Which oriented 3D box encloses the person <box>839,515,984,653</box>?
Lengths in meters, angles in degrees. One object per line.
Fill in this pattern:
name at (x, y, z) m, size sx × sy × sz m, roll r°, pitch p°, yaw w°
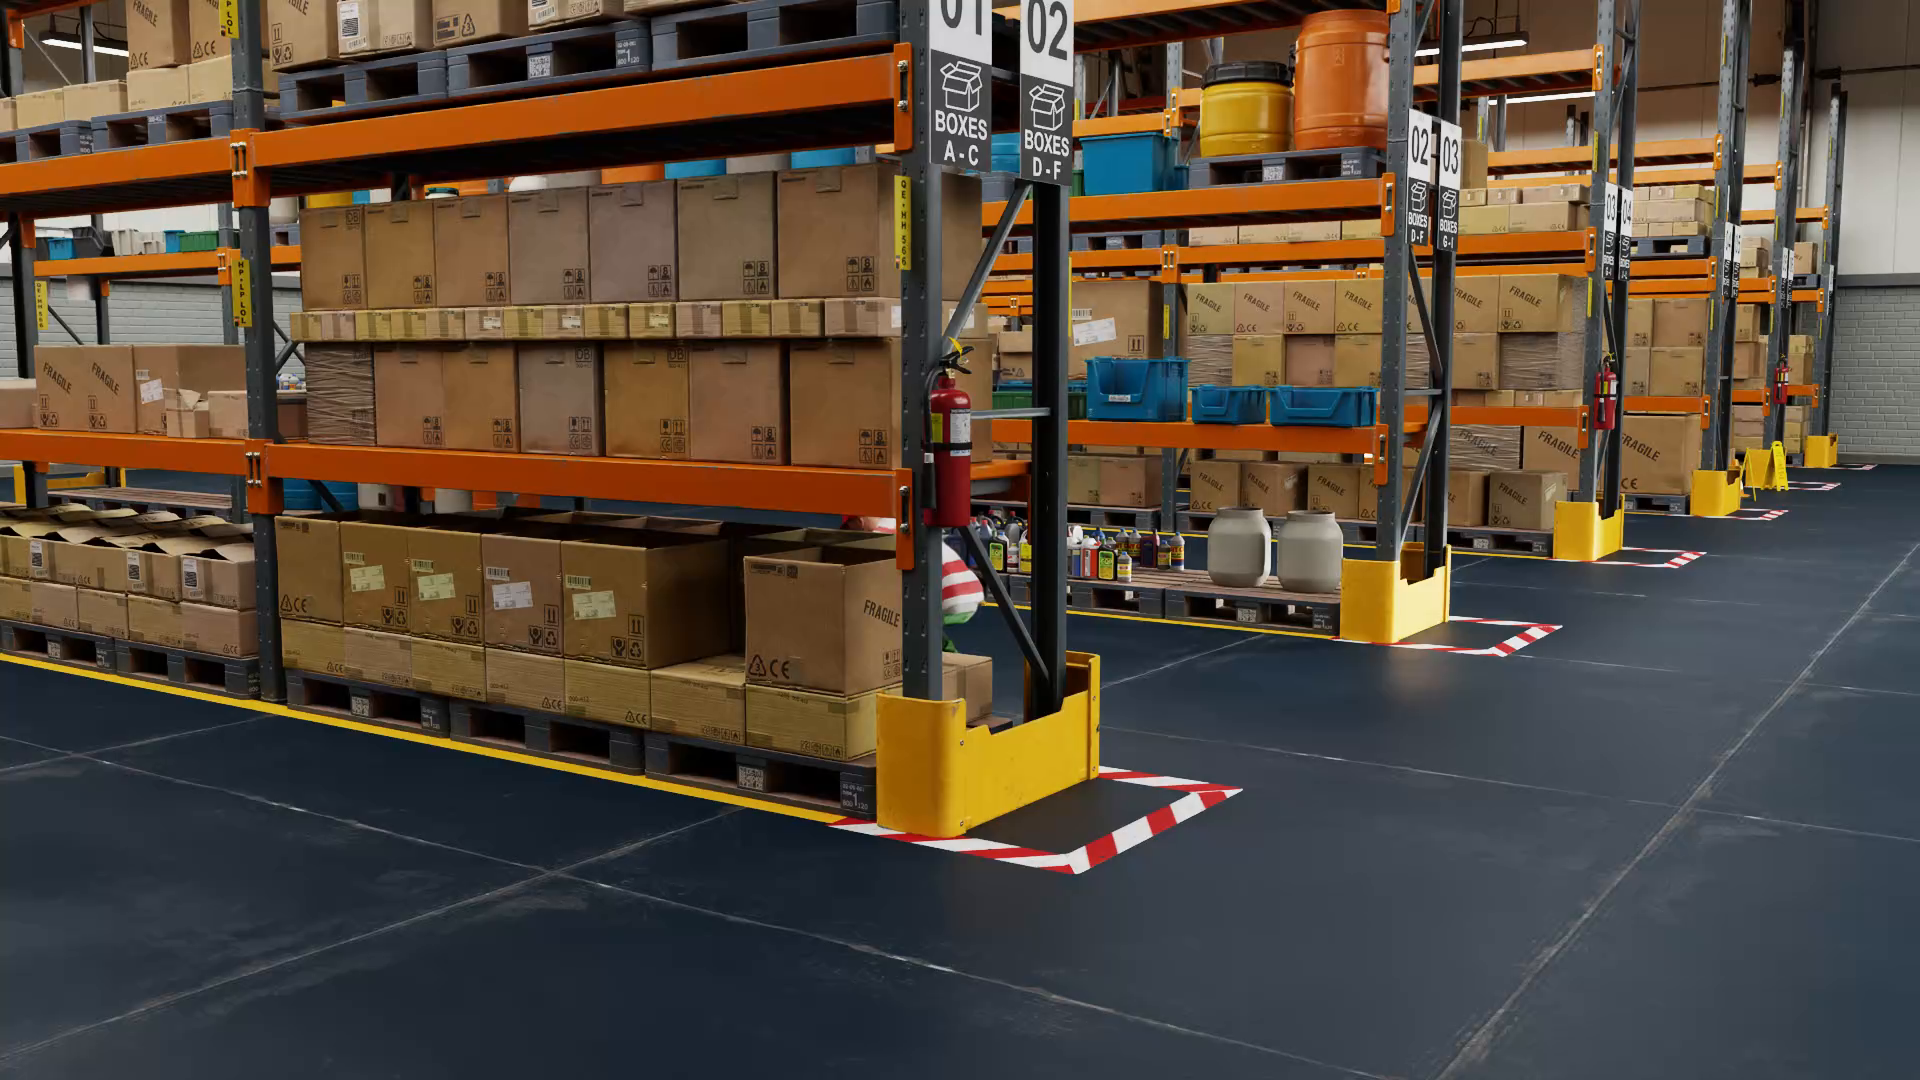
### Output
person at (-0.313, 0.244, 9.102) m, size 0.885 × 0.998 × 0.553 m, roll 4°, pitch 7°, yaw 33°
